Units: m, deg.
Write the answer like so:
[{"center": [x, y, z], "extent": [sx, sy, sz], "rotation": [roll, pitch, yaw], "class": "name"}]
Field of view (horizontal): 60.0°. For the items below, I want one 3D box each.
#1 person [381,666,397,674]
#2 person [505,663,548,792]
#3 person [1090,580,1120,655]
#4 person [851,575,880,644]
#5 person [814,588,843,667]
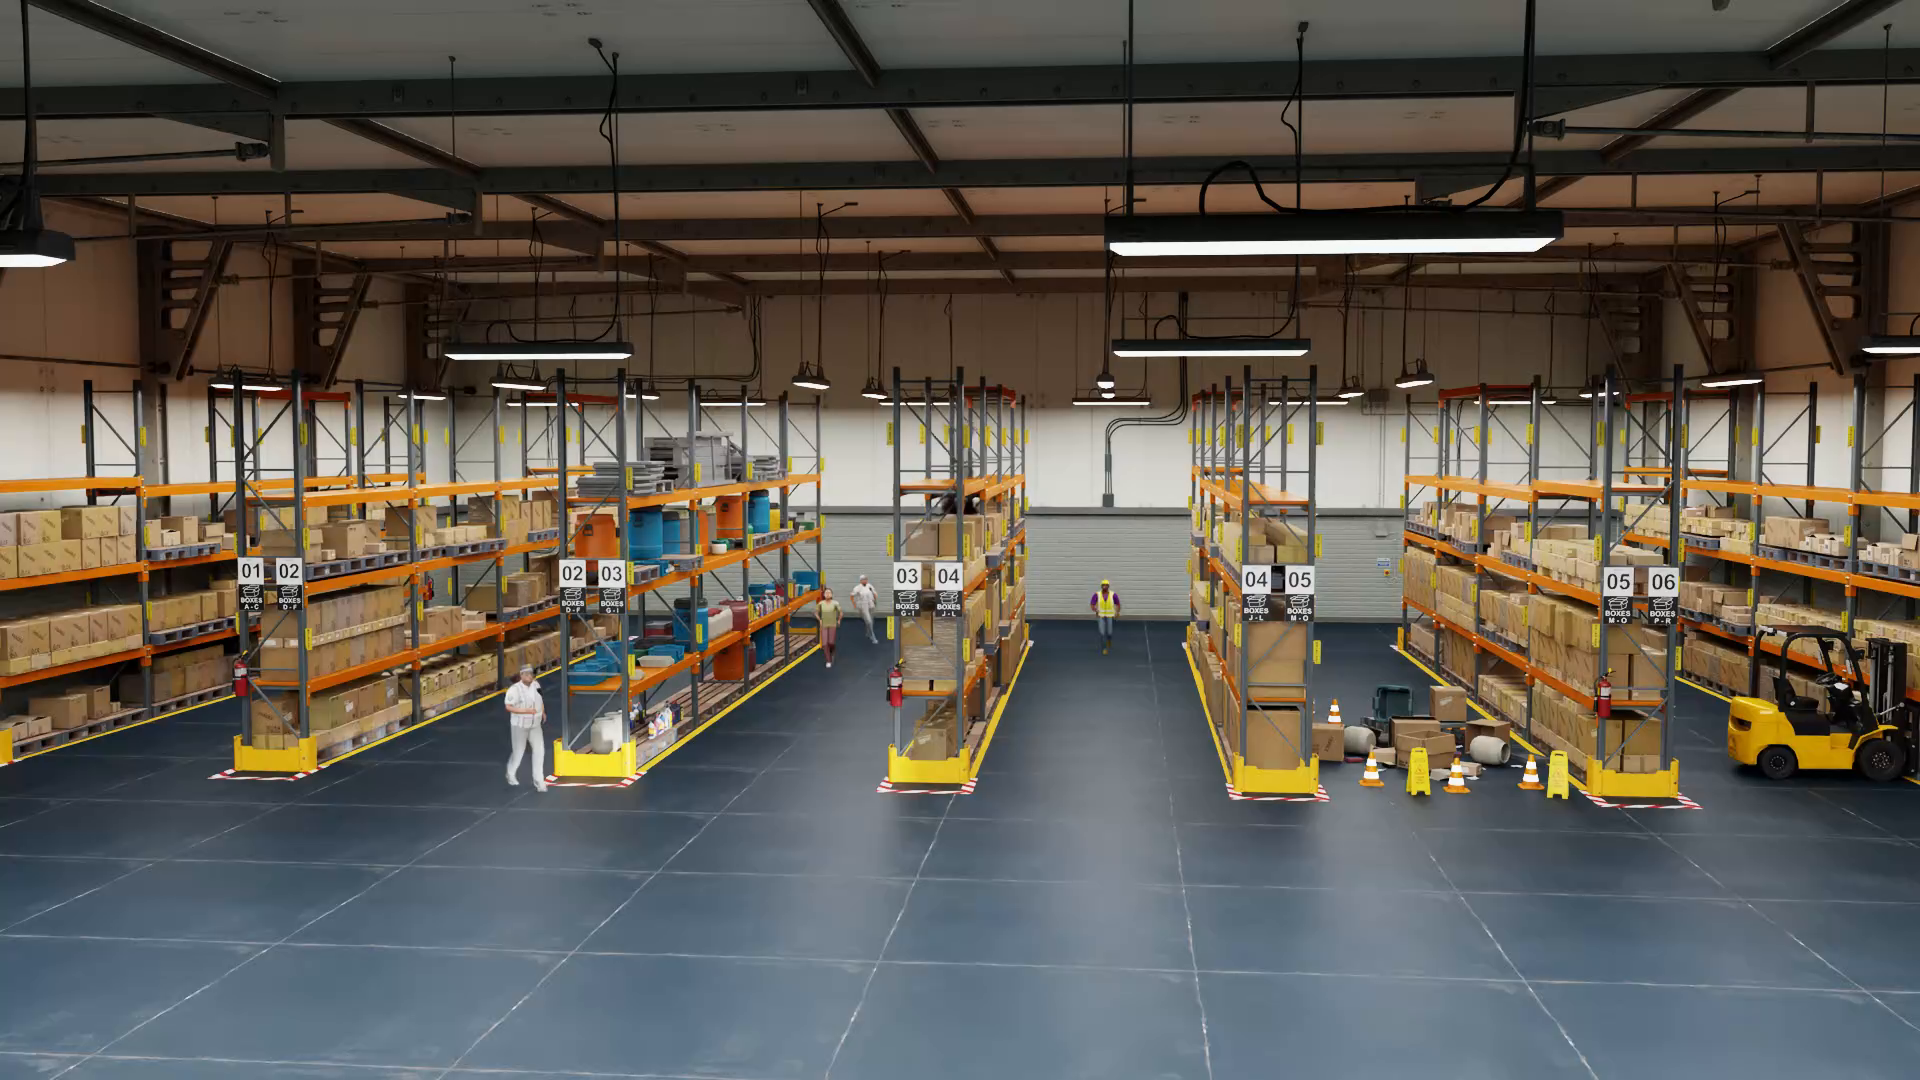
[{"center": [-11.336, 2.141, 32.997], "extent": [0.540, 1.652, 0.697], "rotation": [0, 4, -2], "class": "person"}, {"center": [-6.170, 2.659, 23.620], "extent": [0.677, 1.850, 0.800], "rotation": [-3, 5, -43], "class": "person"}, {"center": [3.344, 1.770, 38.290], "extent": [0.703, 1.723, 0.576], "rotation": [0, 4, 3], "class": "person"}, {"center": [-2.275, 1.672, 40.361], "extent": [0.656, 1.662, 0.827], "rotation": [-2, 4, -27], "class": "person"}, {"center": [-2.702, 1.792, 34.119], "extent": [0.582, 1.624, 0.529], "rotation": [0, 4, 0], "class": "person"}]
